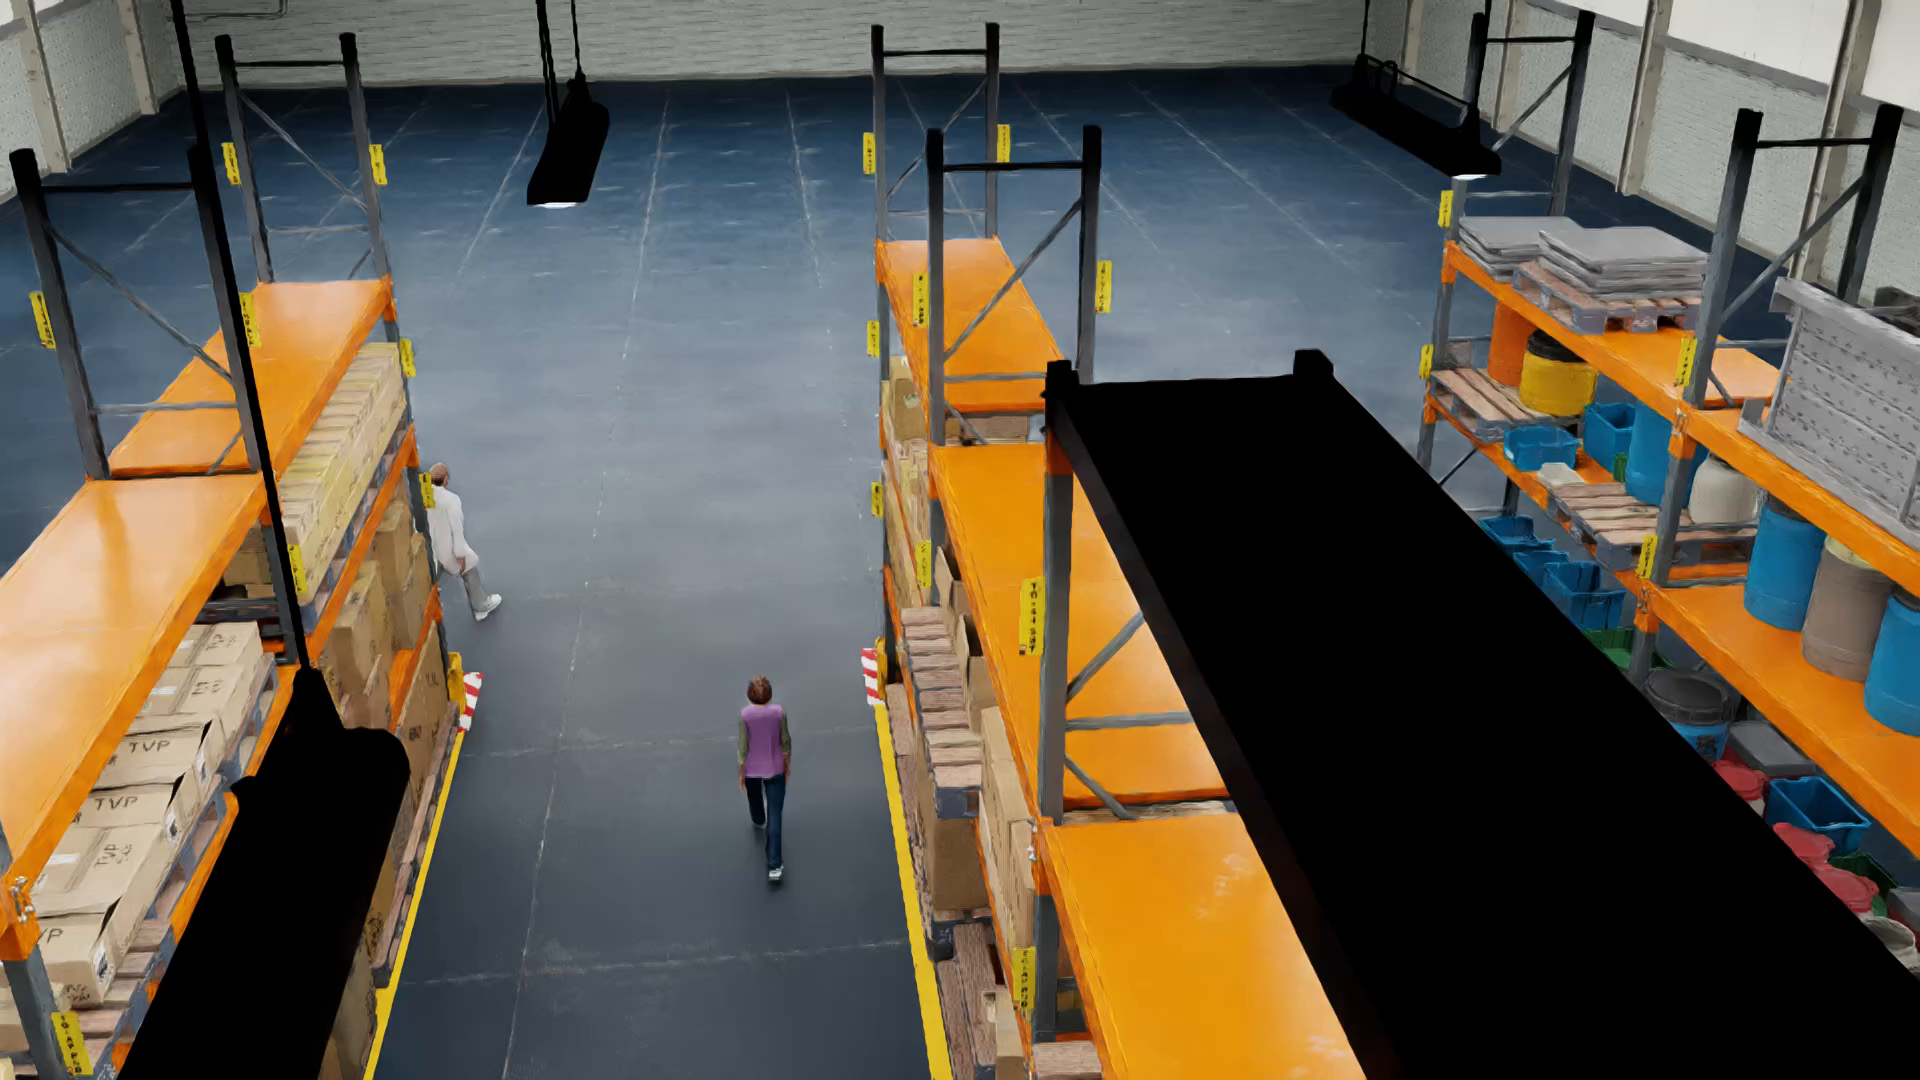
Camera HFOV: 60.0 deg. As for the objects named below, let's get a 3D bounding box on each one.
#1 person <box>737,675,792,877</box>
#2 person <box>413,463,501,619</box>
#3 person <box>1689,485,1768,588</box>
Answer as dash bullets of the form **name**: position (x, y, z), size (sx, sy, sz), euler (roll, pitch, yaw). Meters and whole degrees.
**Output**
- **person**: position (-1.517, 1.767, 13.007), size (0.414, 1.517, 1.037), euler (-2, 26, -4)
- **person**: position (-5.067, 0.080, 16.351), size (0.629, 1.736, 1.043), euler (6, 26, 13)
- **person**: position (7.811, -0.191, 16.808), size (0.463, 1.781, 0.598), euler (-17, 30, -31)
